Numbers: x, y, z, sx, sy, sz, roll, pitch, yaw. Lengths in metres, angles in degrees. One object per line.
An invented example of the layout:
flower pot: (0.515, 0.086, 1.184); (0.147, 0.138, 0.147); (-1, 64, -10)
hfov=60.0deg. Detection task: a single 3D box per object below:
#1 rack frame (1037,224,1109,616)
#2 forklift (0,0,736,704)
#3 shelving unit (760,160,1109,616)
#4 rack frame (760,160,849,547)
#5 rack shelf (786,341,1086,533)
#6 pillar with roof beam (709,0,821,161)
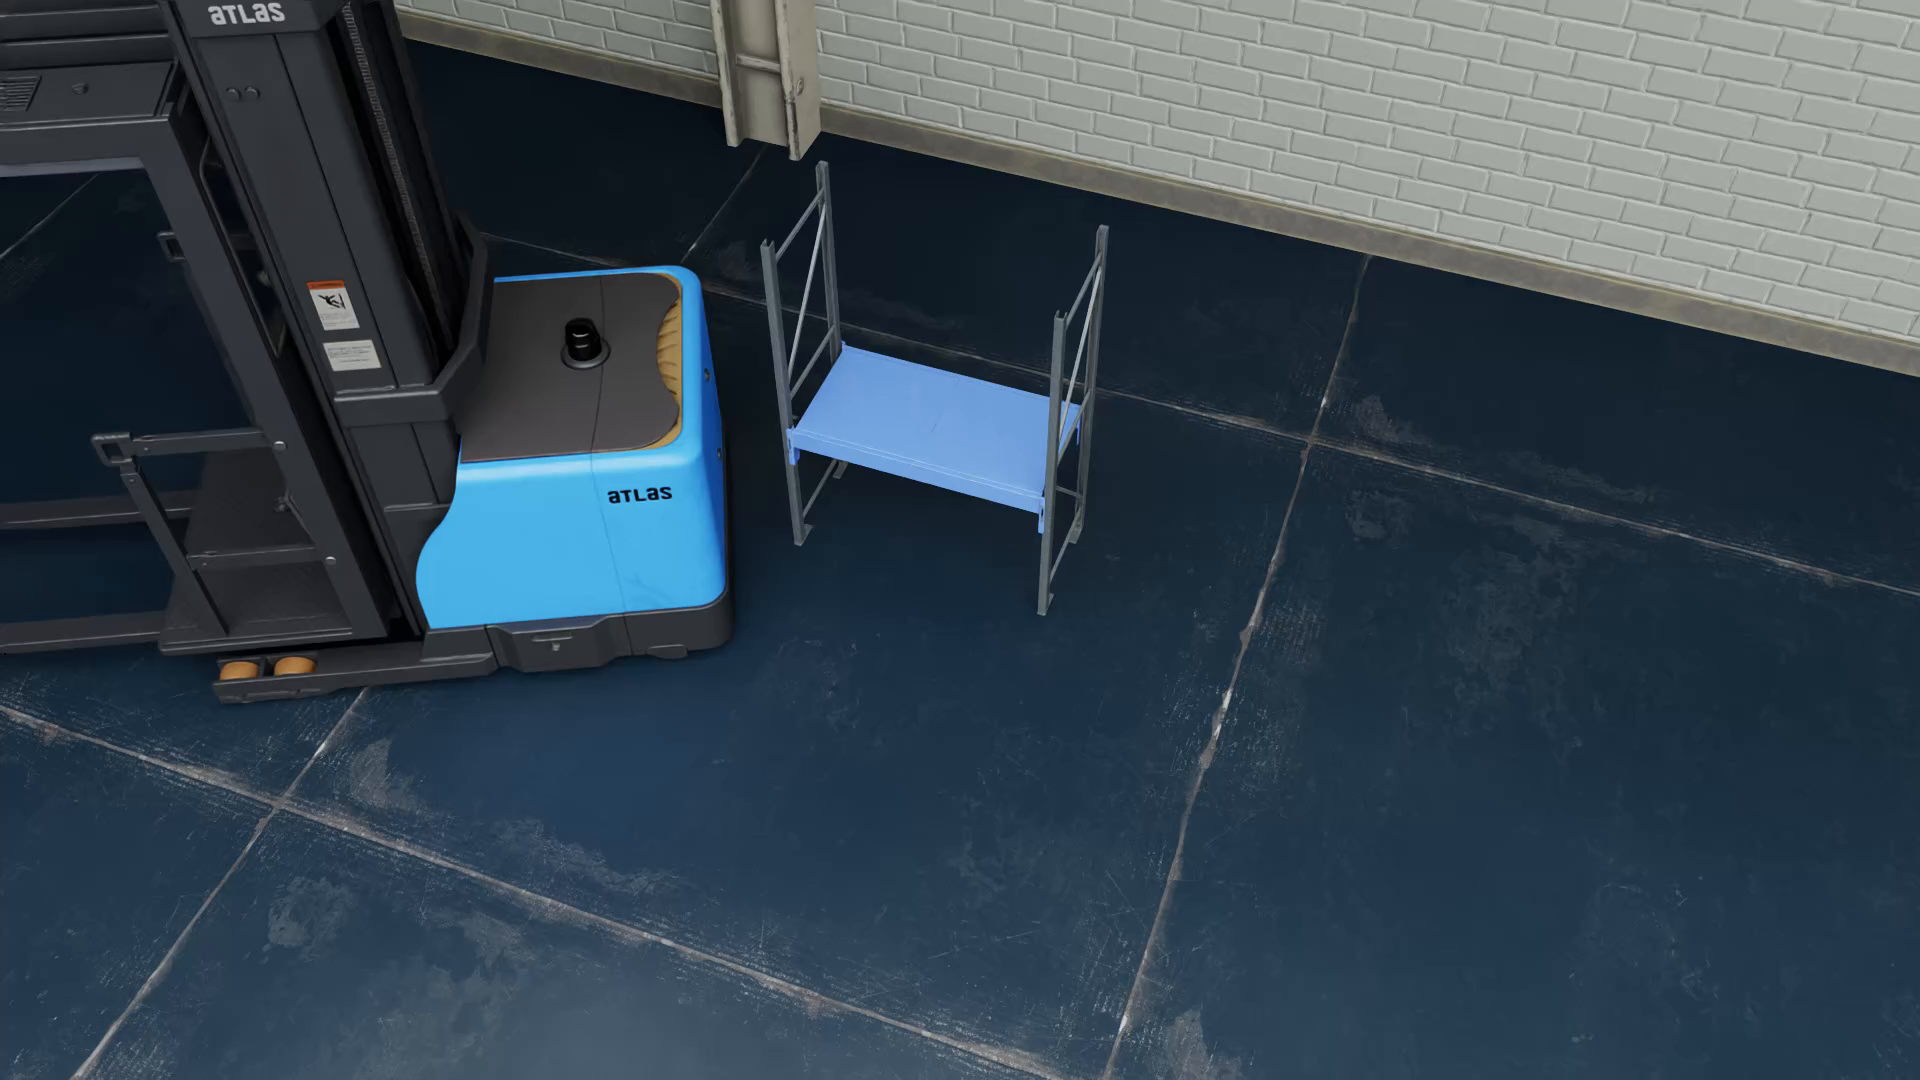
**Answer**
rack frame: (0.397, -0.380, 5.954); (0.032, 1.500, 0.500); (16, 51, 13)
forklift: (-2.395, -0.786, 5.359); (3.031, 2.935, 1.130); (-5, 49, -4)
shelving unit: (-0.080, -0.514, 6.069); (1.048, 1.500, 0.538); (16, 51, 13)
rack frame: (-0.557, -0.647, 6.185); (0.032, 1.500, 0.500); (16, 51, 13)
rack shelf: (-0.080, -0.396, 6.205); (1.000, 0.185, 0.538); (16, 51, 13)
pillar with roof beam: (-2.423, -1.934, 2.337); (0.400, 9.000, 9.100); (16, 51, 13)
